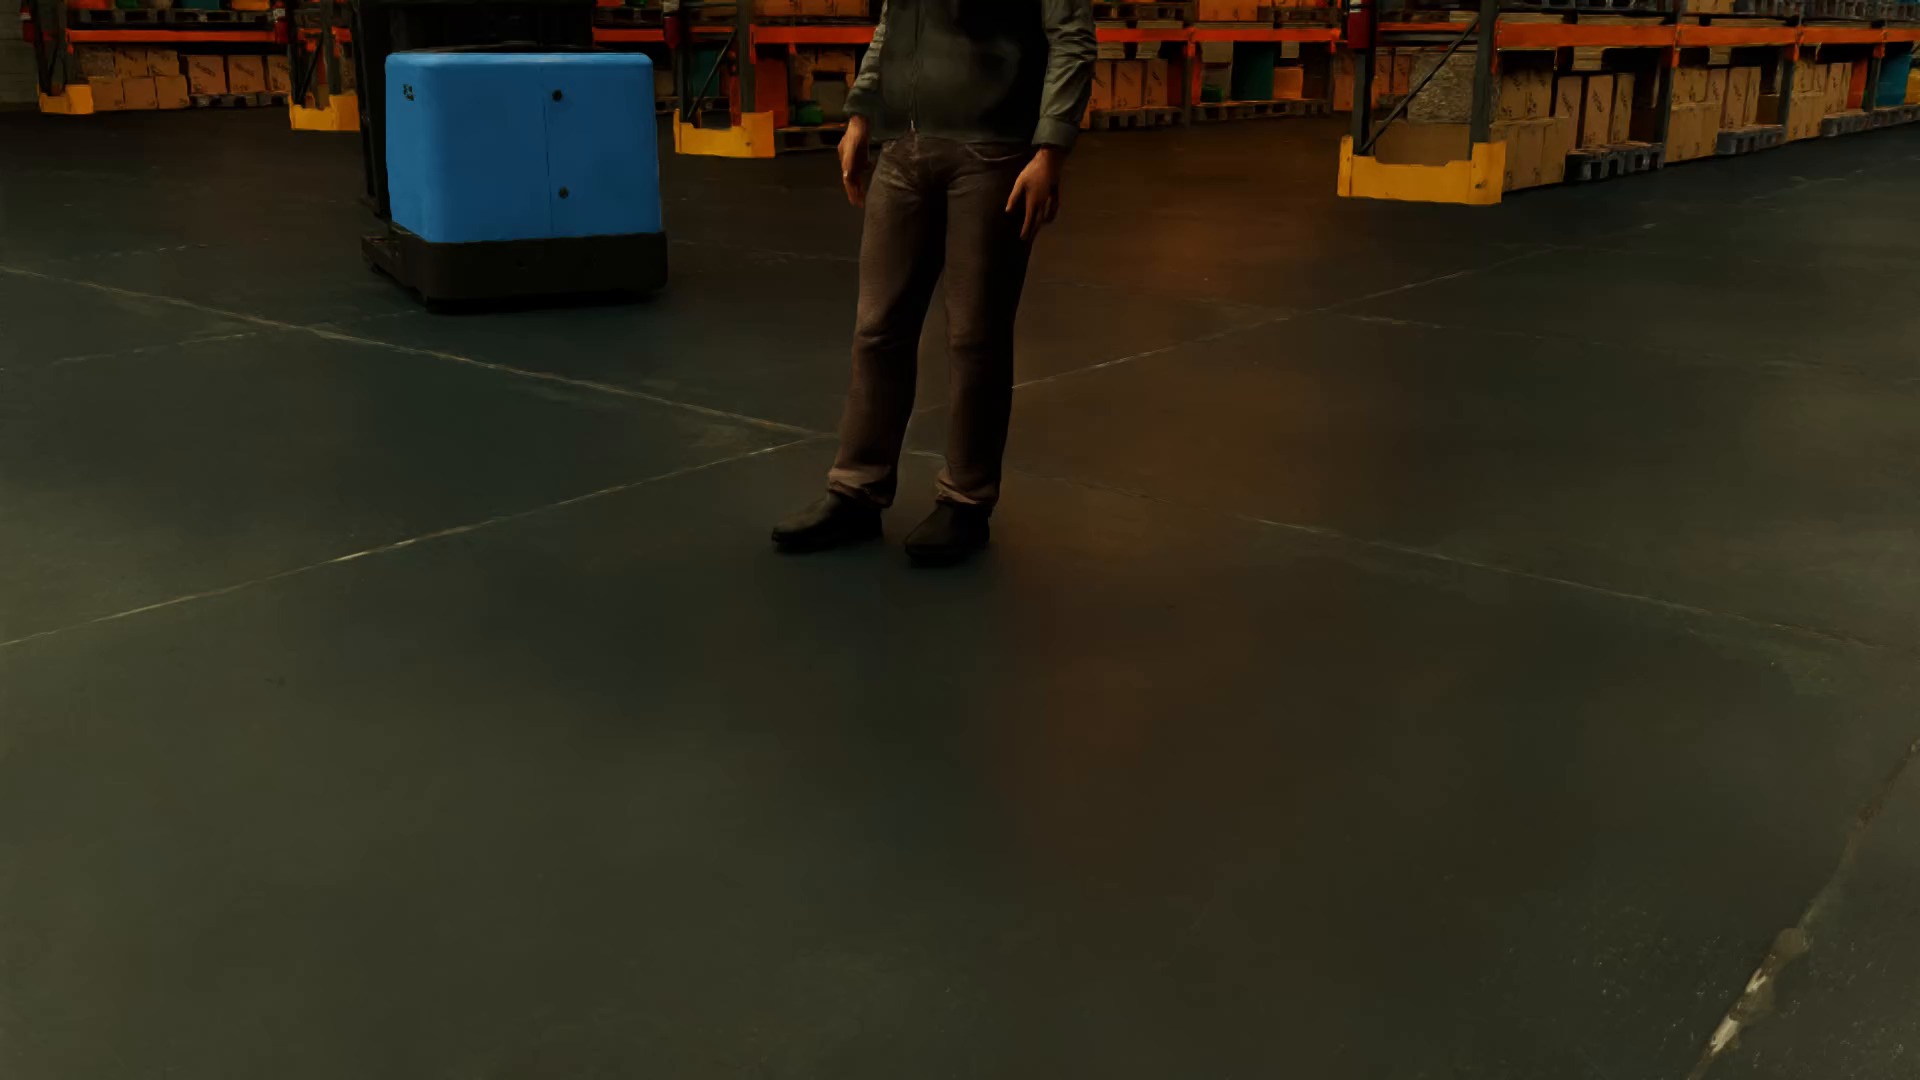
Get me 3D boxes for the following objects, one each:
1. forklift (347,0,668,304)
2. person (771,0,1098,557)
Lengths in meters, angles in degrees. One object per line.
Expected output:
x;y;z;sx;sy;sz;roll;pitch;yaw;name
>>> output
-2.432;-2.802;8.126;1.130;2.935;3.031;-8;19;-26;forklift
-0.046;-0.818;3.649;0.632;1.720;0.567;13;21;37;person
